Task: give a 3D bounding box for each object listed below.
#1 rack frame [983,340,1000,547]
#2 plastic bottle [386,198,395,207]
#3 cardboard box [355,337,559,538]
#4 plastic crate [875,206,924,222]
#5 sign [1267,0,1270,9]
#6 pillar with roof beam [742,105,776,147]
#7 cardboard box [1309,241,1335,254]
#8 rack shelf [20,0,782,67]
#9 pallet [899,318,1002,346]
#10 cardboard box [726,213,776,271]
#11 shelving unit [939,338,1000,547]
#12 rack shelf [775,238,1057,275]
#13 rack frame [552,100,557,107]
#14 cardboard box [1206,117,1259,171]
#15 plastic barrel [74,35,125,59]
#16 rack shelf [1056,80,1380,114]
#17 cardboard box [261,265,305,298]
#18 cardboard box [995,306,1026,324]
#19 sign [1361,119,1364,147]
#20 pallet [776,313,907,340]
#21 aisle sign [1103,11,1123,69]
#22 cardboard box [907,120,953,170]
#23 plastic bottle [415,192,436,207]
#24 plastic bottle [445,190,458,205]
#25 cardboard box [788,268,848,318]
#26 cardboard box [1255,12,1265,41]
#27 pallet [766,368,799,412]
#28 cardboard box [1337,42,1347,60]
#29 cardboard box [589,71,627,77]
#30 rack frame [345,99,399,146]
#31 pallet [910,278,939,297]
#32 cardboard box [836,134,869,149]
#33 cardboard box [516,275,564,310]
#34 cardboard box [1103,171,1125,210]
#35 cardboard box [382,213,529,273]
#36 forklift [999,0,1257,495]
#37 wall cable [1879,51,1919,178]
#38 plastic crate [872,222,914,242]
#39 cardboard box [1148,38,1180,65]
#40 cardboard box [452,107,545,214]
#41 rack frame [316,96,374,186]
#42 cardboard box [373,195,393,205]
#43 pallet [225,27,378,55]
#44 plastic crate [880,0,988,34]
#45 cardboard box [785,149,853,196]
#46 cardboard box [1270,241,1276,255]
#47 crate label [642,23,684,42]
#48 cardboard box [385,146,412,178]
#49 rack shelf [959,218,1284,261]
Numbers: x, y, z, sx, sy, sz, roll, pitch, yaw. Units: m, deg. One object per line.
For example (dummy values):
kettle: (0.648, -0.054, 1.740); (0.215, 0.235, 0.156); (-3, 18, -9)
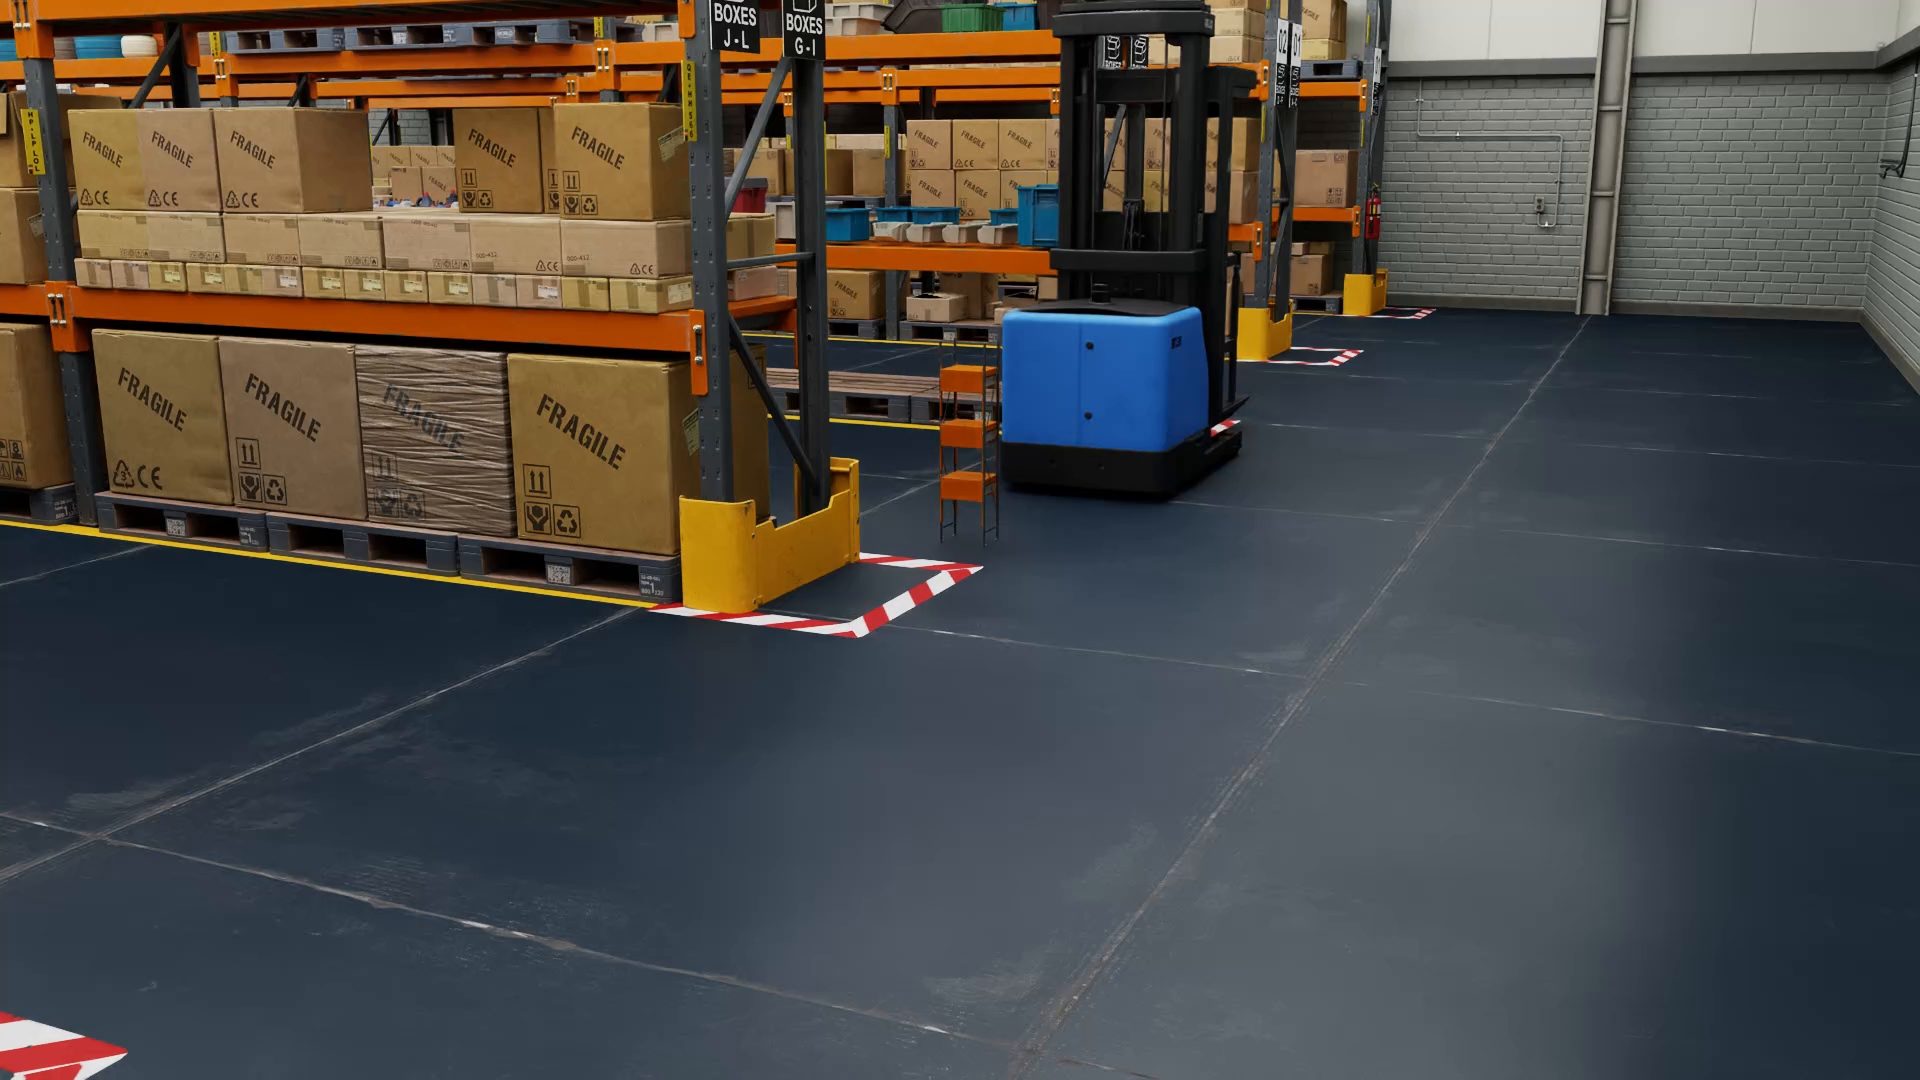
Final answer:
rack frame: (0.160, -0.495, 8.566); (0.008, 1.050, 0.200); (6, 14, 23)
plastic bottle: (-5.176, -2.977, 15.157); (0.097, 0.271, 0.097); (0, 13, 0)
cardboard box: (-2.347, -0.564, 8.323); (0.875, 0.875, 0.875); (6, 14, 23)
plastic crate: (-0.462, -2.490, 13.037); (0.300, 0.233, 0.416); (6, 14, 23)
sign: (2.876, -5.113, 15.474); (0.005, 0.325, 0.100); (6, 14, 23)
pillar with roof beam: (-4.775, -7.433, 20.735); (0.400, 9.000, 9.100); (6, 14, 23)
cardboard box: (4.636, -3.748, 21.294); (0.250, 0.149, 0.380); (6, 14, 24)
rack shelf: (-2.726, -2.562, 8.116); (4.000, 0.370, 1.077); (6, 14, 23)
pallet: (0.089, -2.284, 18.028); (1.213, 0.211, 1.003); (6, 14, 23)
cardboard box: (-1.227, -1.440, 8.001); (0.500, 0.250, 0.500); (5, 14, 22)
shelving unit: (0.049, -0.506, 8.614); (0.252, 1.050, 0.215); (6, 14, 23)
rack shelf: (-0.720, -2.136, 12.867); (4.000, 0.370, 1.077); (6, 14, 23)
rack frame: (-5.850, -5.481, 25.547); (0.127, 3.000, 1.000); (6, 14, 23)
cardboard box: (2.600, -3.855, 16.209); (0.500, 0.500, 0.500); (6, 14, 23)
plastic barrel: (-8.114, -4.993, 15.805); (0.708, 0.901, 0.600); (6, 14, 23)
rack shelf: (3.293, -5.666, 21.343); (4.000, 0.370, 1.077); (6, 14, 23)
cardboard box: (-3.233, -1.298, 8.270); (0.250, 0.149, 0.380); (6, 14, 24)
cardboard box: (0.553, -2.379, 17.565); (0.250, 0.166, 0.380); (6, 14, 23)
sign: (4.889, -4.938, 20.178); (0.005, 0.325, 0.100); (6, 14, 23)
pallet: (-1.298, -2.416, 18.587); (1.213, 0.211, 1.003); (6, 14, 23)
aisle sign: (1.056, -3.499, 11.410); (0.004, 0.787, 0.394); (6, 14, 23)
cardboard box: (-0.222, -4.139, 17.420); (0.500, 0.500, 0.500); (6, 15, 25)
plastic bottle: (-4.528, -2.766, 14.085); (0.185, 0.351, 0.144); (6, 14, 23)
plastic bottle: (-4.489, -2.940, 14.827); (0.185, 0.351, 0.144); (6, 14, 23)
cardboard box: (-1.554, -2.736, 18.359); (0.500, 0.500, 0.500); (6, 14, 23)
cardboard box: (2.754, -5.068, 16.456); (0.500, 0.250, 0.500); (6, 14, 23)
pallet: (-1.860, -1.254, 13.637); (1.213, 0.211, 1.003); (6, 14, 23)
cardboard box: (4.554, -6.130, 20.936); (0.500, 0.250, 0.500); (7, 15, 26)
cardboard box: (-3.783, -5.552, 19.063); (0.500, 0.500, 0.910); (6, 14, 23)
rack frame: (-9.507, -5.851, 27.124); (0.127, 3.000, 1.000); (6, 14, 23)
pallet: (-0.391, -3.551, 23.428); (1.213, 0.211, 1.003); (6, 14, 23)
cardboard box: (-1.390, -5.534, 23.217); (0.500, 0.250, 0.500); (6, 14, 22)
cardboard box: (-1.825, -1.156, 7.665); (0.250, 0.149, 0.380); (6, 14, 23)
cardboard box: (1.669, -3.464, 16.730); (0.500, 0.500, 0.500); (6, 14, 24)
cardboard box: (-2.377, -1.422, 7.927); (0.500, 0.250, 0.500); (5, 14, 21)
forklift: (1.258, -1.987, 10.805); (1.130, 2.935, 3.031); (5, 14, 22)
wall cable: (10.148, -5.182, 17.936); (0.112, 2.526, 3.097); (6, 14, 23)
plastic crate: (-0.512, -2.314, 12.496); (0.250, 0.136, 0.298); (6, 14, 23)
cardboard box: (2.089, -4.764, 16.253); (0.500, 0.250, 0.500); (6, 14, 23)
cardboard box: (-2.160, -1.898, 8.311); (0.500, 0.500, 0.500); (5, 14, 22)
rack frame: (-7.853, -4.446, 21.136); (0.127, 3.000, 1.000); (6, 14, 23)
cardboard box: (-7.126, -4.199, 20.633); (0.250, 0.149, 0.380); (6, 14, 23)
pallet: (-5.546, -4.319, 14.441); (1.213, 0.211, 1.003); (6, 14, 23)
plastic crate: (-0.177, -3.930, 12.508); (0.767, 0.338, 0.504); (6, 14, 23)
cardboard box: (-1.535, -4.100, 18.523); (0.500, 0.500, 0.700); (8, 16, 32)
cardboard box: (4.016, -3.715, 21.154); (0.250, 0.149, 0.380); (6, 15, 25)
crate label: (-2.218, -3.898, 12.811); (0.466, 0.136, 0.293); (6, 14, 23)
cardboard box: (-8.745, -5.998, 26.394); (0.500, 0.500, 0.500); (6, 14, 23)
rack shelf: (1.290, -3.170, 17.275); (4.000, 0.370, 1.077); (6, 14, 23)
